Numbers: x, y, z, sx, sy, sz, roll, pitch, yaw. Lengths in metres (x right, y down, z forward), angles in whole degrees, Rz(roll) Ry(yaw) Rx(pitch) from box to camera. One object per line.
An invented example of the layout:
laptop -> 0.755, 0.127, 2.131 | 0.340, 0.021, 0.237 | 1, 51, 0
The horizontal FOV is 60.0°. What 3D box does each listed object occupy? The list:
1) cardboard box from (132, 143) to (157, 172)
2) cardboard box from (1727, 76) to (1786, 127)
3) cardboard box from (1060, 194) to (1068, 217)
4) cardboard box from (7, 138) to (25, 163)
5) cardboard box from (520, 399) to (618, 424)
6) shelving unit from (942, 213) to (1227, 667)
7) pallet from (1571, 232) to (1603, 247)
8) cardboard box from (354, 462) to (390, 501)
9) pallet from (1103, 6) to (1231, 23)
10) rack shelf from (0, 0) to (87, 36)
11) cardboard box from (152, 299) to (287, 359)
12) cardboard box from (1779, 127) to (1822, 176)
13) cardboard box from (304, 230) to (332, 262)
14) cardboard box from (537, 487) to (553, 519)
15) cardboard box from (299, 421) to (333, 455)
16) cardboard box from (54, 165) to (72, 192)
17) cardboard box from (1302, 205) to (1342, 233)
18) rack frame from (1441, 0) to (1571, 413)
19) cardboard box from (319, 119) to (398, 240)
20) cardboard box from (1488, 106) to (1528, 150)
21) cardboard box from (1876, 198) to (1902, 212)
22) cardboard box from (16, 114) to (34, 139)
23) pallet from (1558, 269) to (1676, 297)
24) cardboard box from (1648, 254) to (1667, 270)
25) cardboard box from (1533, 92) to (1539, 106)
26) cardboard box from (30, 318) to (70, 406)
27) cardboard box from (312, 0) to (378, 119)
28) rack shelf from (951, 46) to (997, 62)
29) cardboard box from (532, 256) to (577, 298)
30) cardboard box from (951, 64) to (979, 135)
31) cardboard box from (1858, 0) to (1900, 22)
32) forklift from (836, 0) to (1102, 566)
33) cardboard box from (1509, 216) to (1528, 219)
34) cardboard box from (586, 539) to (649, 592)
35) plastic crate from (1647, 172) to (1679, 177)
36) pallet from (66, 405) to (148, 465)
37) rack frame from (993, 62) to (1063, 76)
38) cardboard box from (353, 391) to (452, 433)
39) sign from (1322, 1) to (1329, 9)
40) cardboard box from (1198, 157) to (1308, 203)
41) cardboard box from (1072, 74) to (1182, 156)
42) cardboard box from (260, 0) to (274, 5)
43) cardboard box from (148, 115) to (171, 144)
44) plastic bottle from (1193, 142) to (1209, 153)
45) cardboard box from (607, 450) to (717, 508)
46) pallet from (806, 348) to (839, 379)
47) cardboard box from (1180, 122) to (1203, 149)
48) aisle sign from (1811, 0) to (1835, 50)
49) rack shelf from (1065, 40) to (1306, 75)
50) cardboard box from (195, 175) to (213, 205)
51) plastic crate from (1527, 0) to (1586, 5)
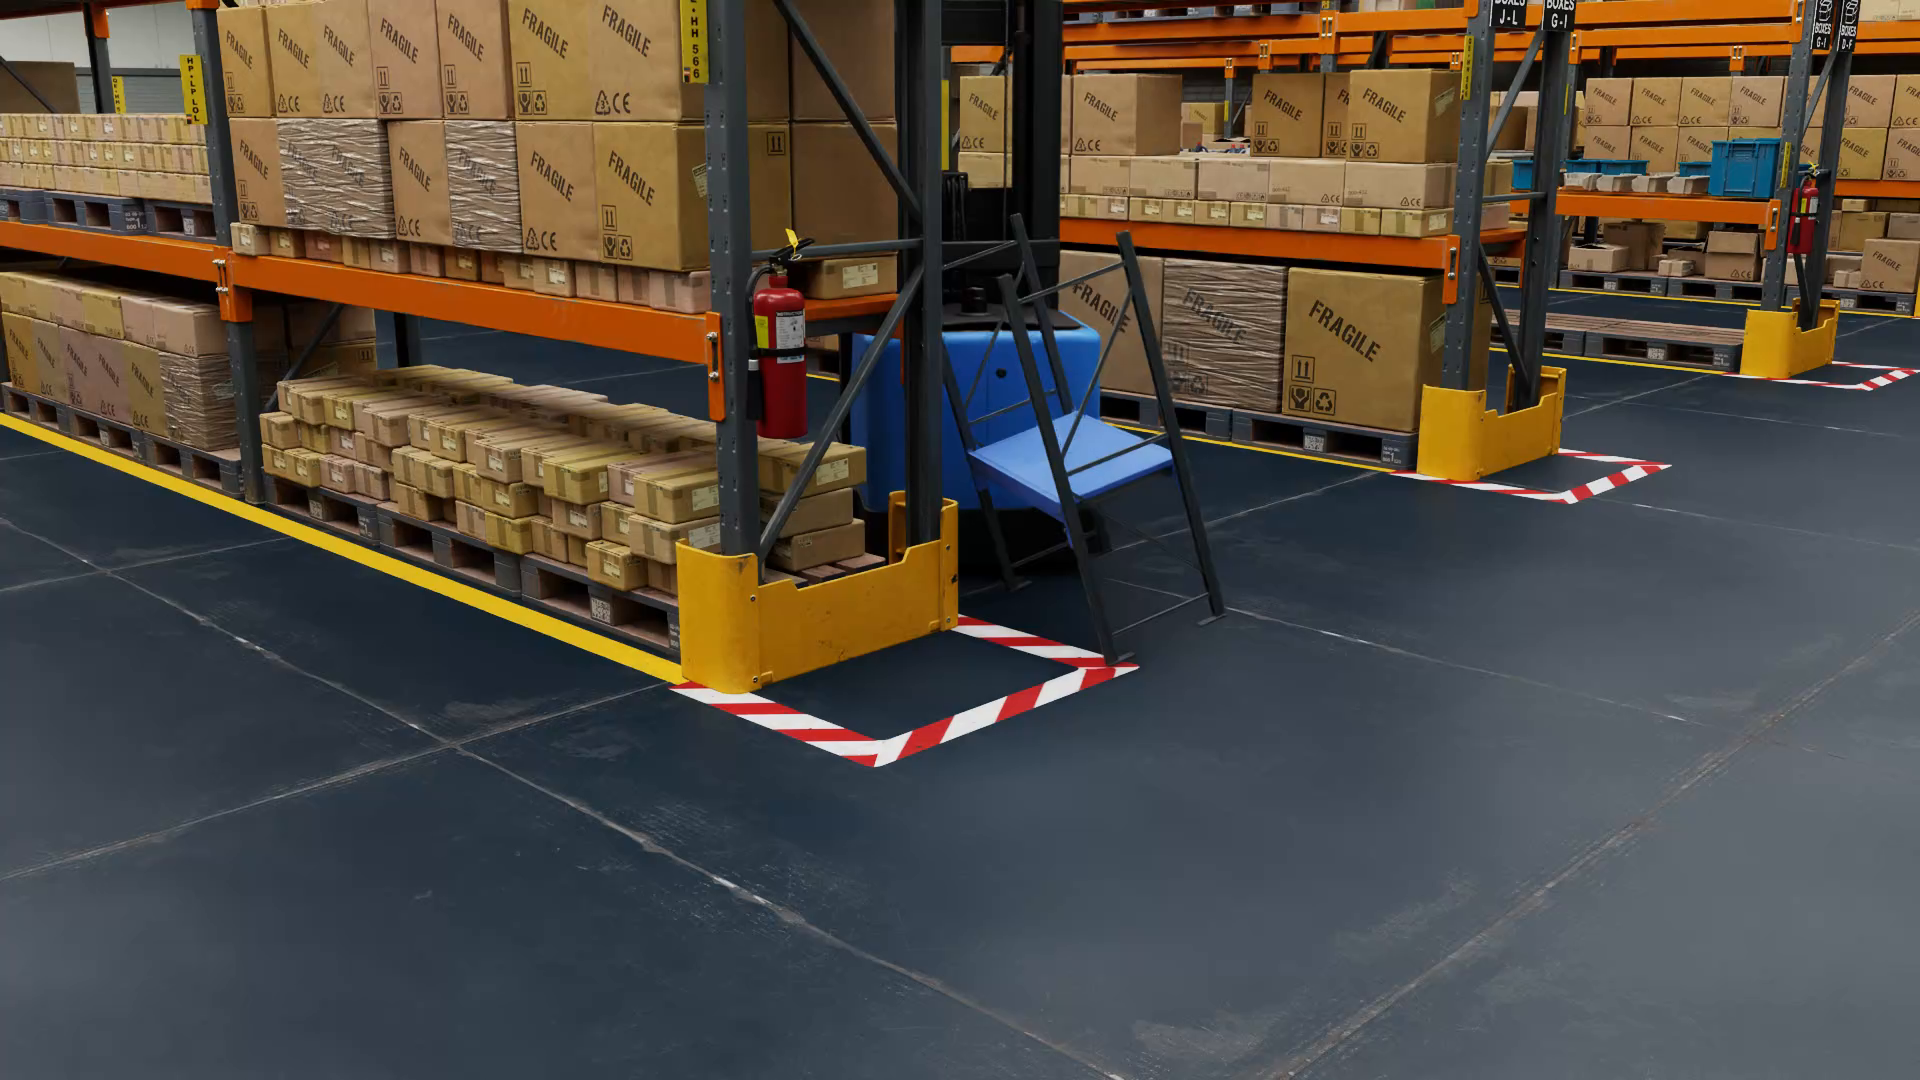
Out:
cardboard box -> -4.326, -2.120, 9.196 | 0.250, 0.149, 0.380 | 13, 19, 40
cardboard box -> 8.317, -4.532, 17.196 | 0.500, 0.500, 0.500 | -14, 20, -42
cardboard box -> 0.732, -2.235, 11.060 | 0.250, 0.149, 0.380 | 13, 19, 41
cardboard box -> -5.809, -2.482, 10.582 | 0.380, 0.149, 0.250 | -13, 20, -42
cardboard box -> -1.805, -0.542, 7.705 | 0.250, 0.149, 0.380 | 14, 20, 42
shelving unit -> 0.392, -0.423, 6.394 | 0.538, 1.500, 1.048 | -22, 20, -14
pallet -> 9.005, -4.289, 23.976 | 1.213, 0.211, 1.003 | 14, 20, 42
cardboard box -> -2.672, -0.310, 7.993 | 0.250, 0.149, 0.380 | 13, 20, 41
pallet -> 2.168, -5.183, 16.301 | 1.213, 0.211, 1.003 | 14, 20, 42
rack shelf -> -7.654, -3.878, 12.342 | 4.000, 0.370, 1.077 | 14, 20, 42
cardboard box -> -4.047, -1.165, 9.092 | 0.500, 0.250, 0.500 | 13, 19, 41
cardboard box -> 8.696, -3.960, 16.982 | 0.500, 0.500, 0.500 | 14, 20, 43
cardboard box -> -2.892, -1.425, 7.949 | 0.250, 0.149, 0.380 | 13, 19, 40
cardboard box -> -1.531, -0.189, 6.938 | 0.250, 0.149, 0.380 | 13, 20, 42
cardboard box -> -3.052, -0.542, 8.295 | 0.250, 0.149, 0.380 | 14, 20, 43
cardboard box -> -5.256, -2.204, 10.105 | 0.380, 0.149, 0.250 | -14, 20, -42
cardboard box -> 2.206, -1.877, 9.685 | 0.250, 0.149, 0.380 | 14, 20, 42
rack frame -> 3.060, -1.907, 9.300 | 0.127, 3.000, 1.000 | 14, 20, 42
cardboard box -> -2.455, -1.604, 7.351 | 0.500, 0.500, 0.500 | 13, 20, 41
cardboard box -> 6.334, -4.888, 19.712 | 0.700, 0.500, 0.500 | -11, 18, -35
cardboard box -> 11.934, -4.296, 21.309 | 0.250, 0.149, 0.380 | 13, 20, 41
cardboard box -> -5.648, -2.587, 10.398 | 0.250, 0.149, 0.380 | 14, 20, 42
pallet -> 7.553, -2.934, 18.775 | 1.213, 0.211, 1.003 | 14, 20, 42
cardboard box -> 7.978, -3.134, 18.794 | 0.250, 0.149, 0.380 | 14, 20, 42
cardboard box -> 8.513, -6.262, 23.700 | 0.500, 0.250, 0.500 | 14, 20, 43
cardboard box -> -5.518, -1.160, 10.561 | 0.500, 0.500, 0.500 | 14, 20, 43
cardboard box -> -2.454, -2.095, 7.253 | 0.500, 0.500, 0.500 | 14, 20, 43
rack shelf -> -0.701, -5.659, 19.180 | 4.000, 0.370, 1.077 | 14, 20, 42
cardboard box -> -1.430, -1.040, 6.473 | 0.380, 0.149, 0.250 | -14, 20, -43
cardboard box -> -0.285, -3.251, 12.271 | 0.637, 0.503, 0.797 | 13, 19, 41
cardboard box -> 9.033, -5.215, 16.344 | 0.500, 0.250, 0.500 | 14, 20, 42
forklift -> -0.090, -1.626, 8.358 | 1.130, 2.935, 3.031 | -2, 15, -8
cardboard box -> 6.488, -3.628, 19.990 | 0.500, 0.500, 0.500 | 14, 20, 43
cardboard box -> -1.235, 0.071, 6.530 | 0.380, 0.149, 0.250 | -14, 20, -42
plastic crate -> 5.887, -3.000, 13.900 | 0.298, 0.136, 0.250 | 14, 20, 42
pallet -> -4.779, -0.724, 10.293 | 1.213, 0.211, 1.003 | 14, 20, 42
rack frame -> 0.739, -4.206, 18.124 | 0.127, 3.000, 1.000 | 14, 20, 42
cardboard box -> -2.654, -0.602, 7.934 | 0.250, 0.149, 0.380 | 13, 19, 41
sign -> 3.235, -4.862, 14.676 | 0.005, 0.325, 0.100 | 14, 20, 42
cardboard box -> 1.796, -2.193, 10.105 | 0.500, 0.250, 0.500 | 13, 19, 40
cardboard box -> 1.075, -2.733, 10.692 | 0.500, 0.500, 0.500 | 13, 19, 40
cardboard box -> -7.508, -5.955, 18.394 | 0.250, 0.149, 0.380 | 13, 19, 40
cardboard box -> -4.138, -2.221, 8.992 | 0.250, 0.149, 0.380 | 13, 19, 40
plastic bottle -> 2.464, -3.897, 17.038 | 0.185, 0.351, 0.144 | 14, 20, 42
cardboard box -> -1.154, -0.237, 6.532 | 0.380, 0.149, 0.250 | -14, 20, -43
pallet -> -0.427, -1.379, 12.804 | 1.213, 0.211, 1.003 | 14, 20, 42
cardboard box -> 2.960, -5.443, 22.675 | 0.500, 0.500, 0.500 | 12, 19, 39
aisle sign -> 6.346, -3.998, 12.170 | 0.004, 0.787, 0.394 | 14, 20, 42
rack shelf -> 2.740, -6.558, 22.628 | 4.000, 0.370, 1.077 | 14, 20, 42
cardboard box -> -3.758, -1.839, 8.707 | 0.250, 0.149, 0.380 | 13, 20, 41
plastic crate -> 4.838, -4.446, 13.621 | 0.530, 0.136, 0.437 | 14, 20, 42
